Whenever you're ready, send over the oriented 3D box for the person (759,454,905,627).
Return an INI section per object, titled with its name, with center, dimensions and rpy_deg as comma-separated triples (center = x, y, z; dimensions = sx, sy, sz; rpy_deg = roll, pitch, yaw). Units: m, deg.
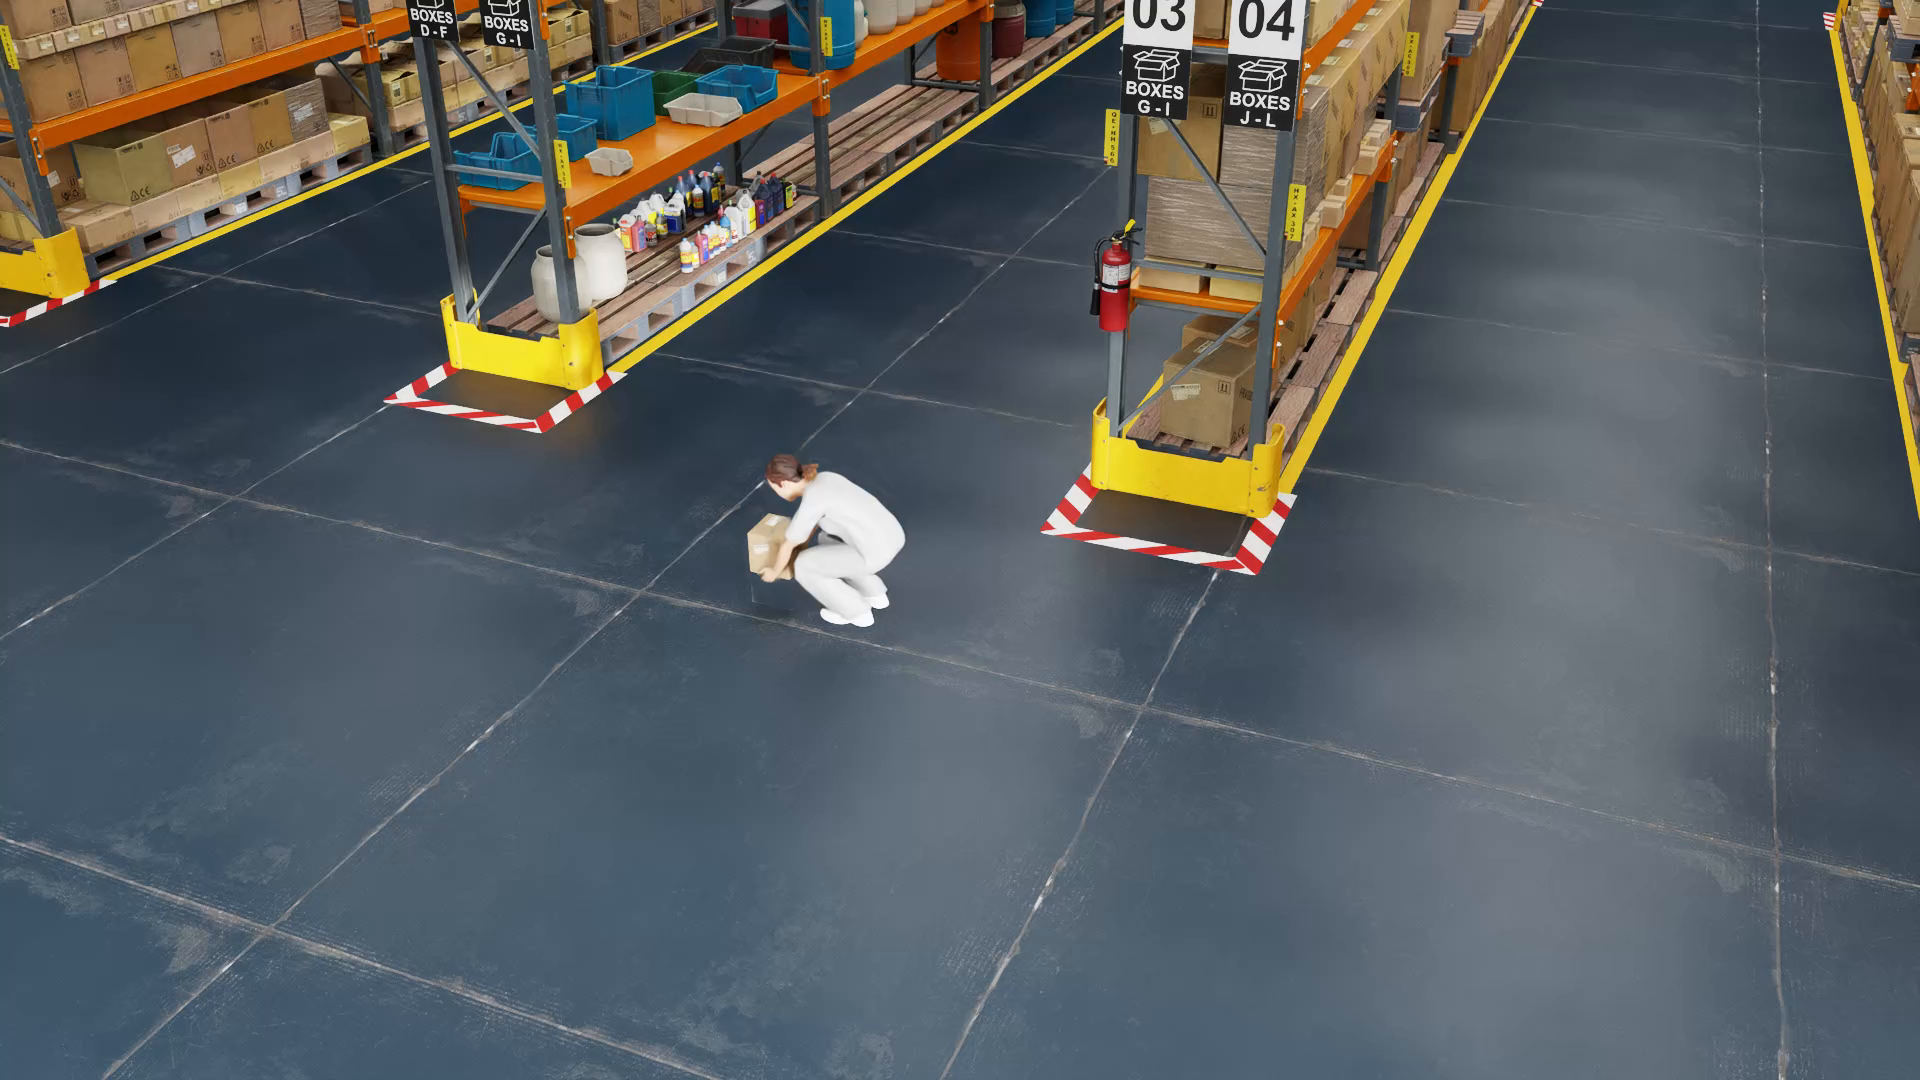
[person]
center = -0.710, -0.020, 9.168
dimensions = 0.801, 0.946, 0.487
rpy_deg = 11, 32, 19
